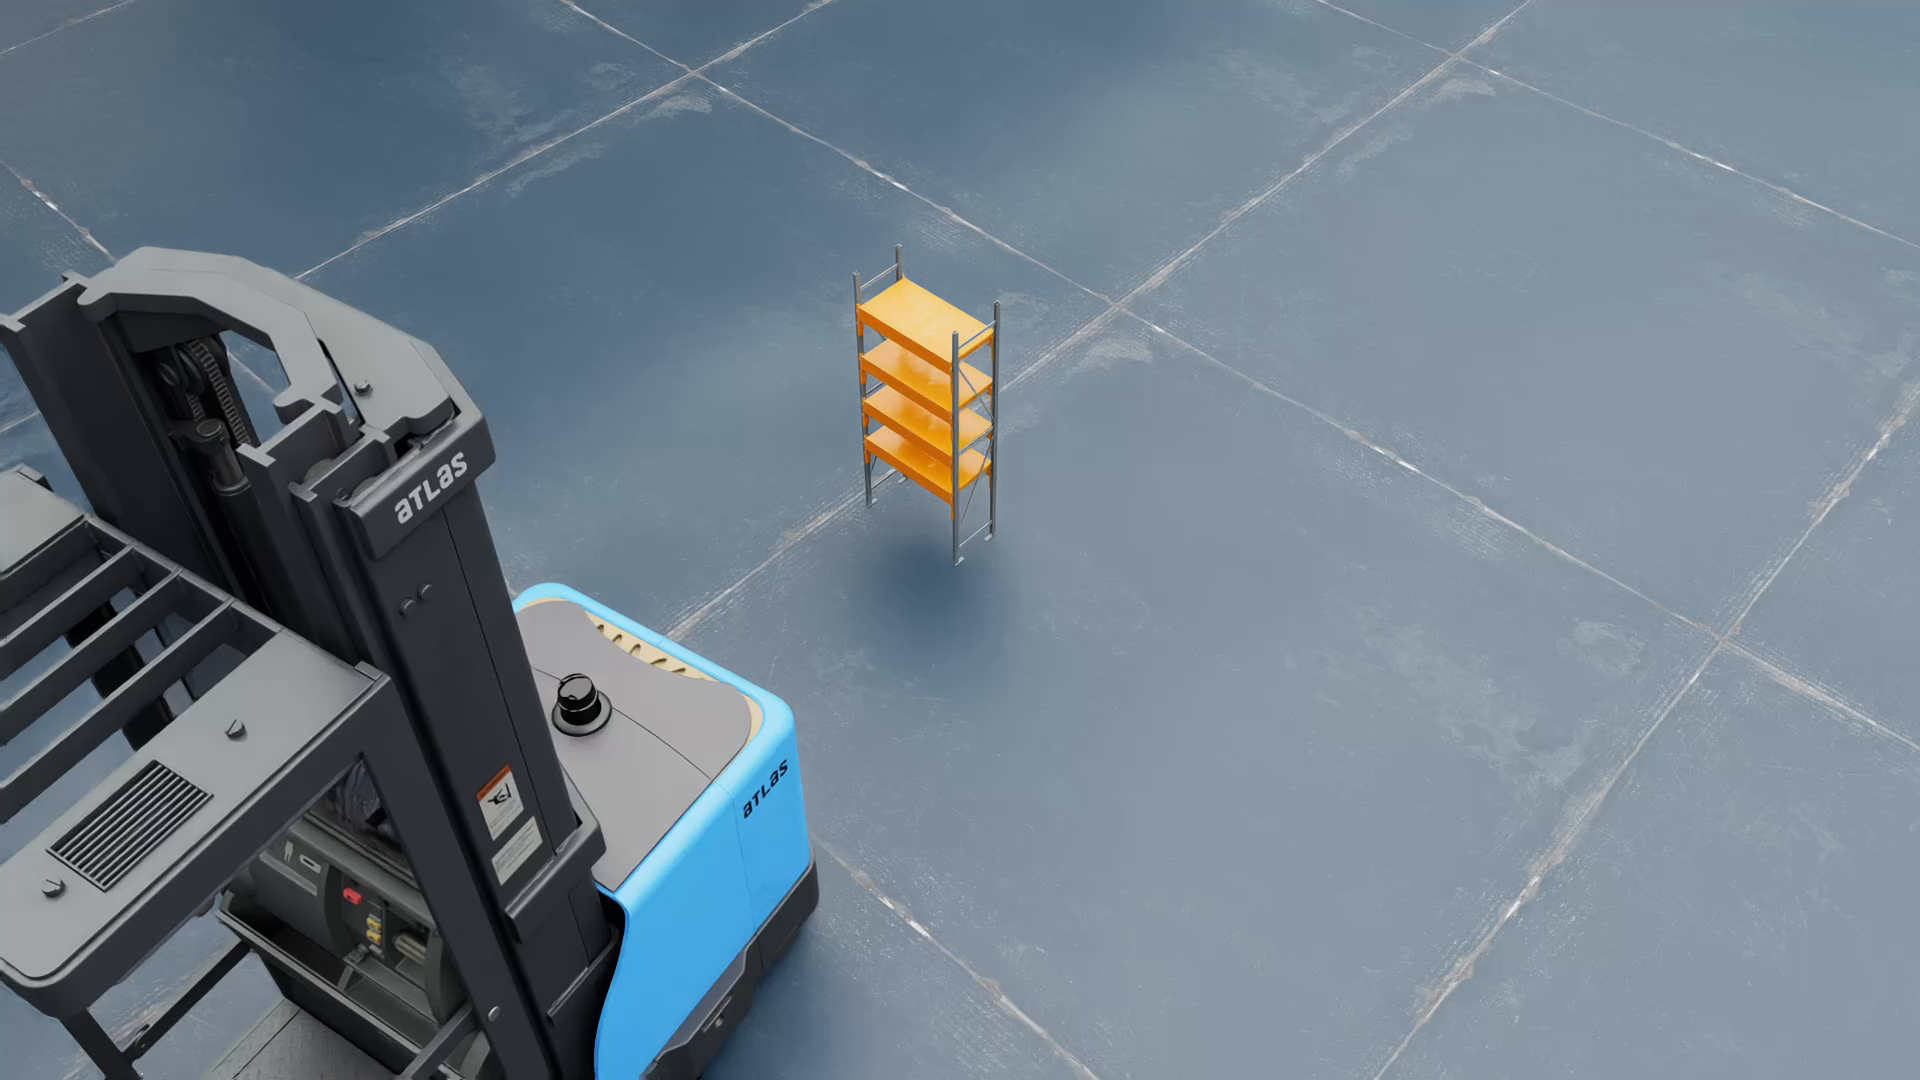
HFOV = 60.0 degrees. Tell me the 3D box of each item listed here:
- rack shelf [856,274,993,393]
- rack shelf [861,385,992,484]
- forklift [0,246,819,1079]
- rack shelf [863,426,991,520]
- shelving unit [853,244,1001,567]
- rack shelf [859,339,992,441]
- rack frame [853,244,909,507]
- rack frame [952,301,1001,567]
[{"bbox_3d":[-0.122,-0.762,6.103,0.480,0.148,0.258,34,55,28],"label":"rack shelf"},{"bbox_3d":[-0.122,-0.446,6.438,0.480,0.148,0.258,34,55,28],"label":"rack shelf"},{"bbox_3d":[-1.680,0.937,3.860,1.130,2.935,3.031,25,52,21],"label":"forklift"},{"bbox_3d":[-0.122,-0.311,6.583,0.480,0.148,0.258,34,55,28],"label":"rack shelf"},{"bbox_3d":[-0.122,-0.493,6.389,0.503,1.200,0.258,34,55,28],"label":"shelving unit"},{"bbox_3d":[-0.122,-0.600,6.275,0.480,0.148,0.258,34,55,28],"label":"rack shelf"},{"bbox_3d":[-0.301,-0.613,6.503,0.015,1.200,0.240,34,55,28],"label":"rack frame"},{"bbox_3d":[0.058,-0.372,6.276,0.015,1.200,0.240,34,55,28],"label":"rack frame"}]
